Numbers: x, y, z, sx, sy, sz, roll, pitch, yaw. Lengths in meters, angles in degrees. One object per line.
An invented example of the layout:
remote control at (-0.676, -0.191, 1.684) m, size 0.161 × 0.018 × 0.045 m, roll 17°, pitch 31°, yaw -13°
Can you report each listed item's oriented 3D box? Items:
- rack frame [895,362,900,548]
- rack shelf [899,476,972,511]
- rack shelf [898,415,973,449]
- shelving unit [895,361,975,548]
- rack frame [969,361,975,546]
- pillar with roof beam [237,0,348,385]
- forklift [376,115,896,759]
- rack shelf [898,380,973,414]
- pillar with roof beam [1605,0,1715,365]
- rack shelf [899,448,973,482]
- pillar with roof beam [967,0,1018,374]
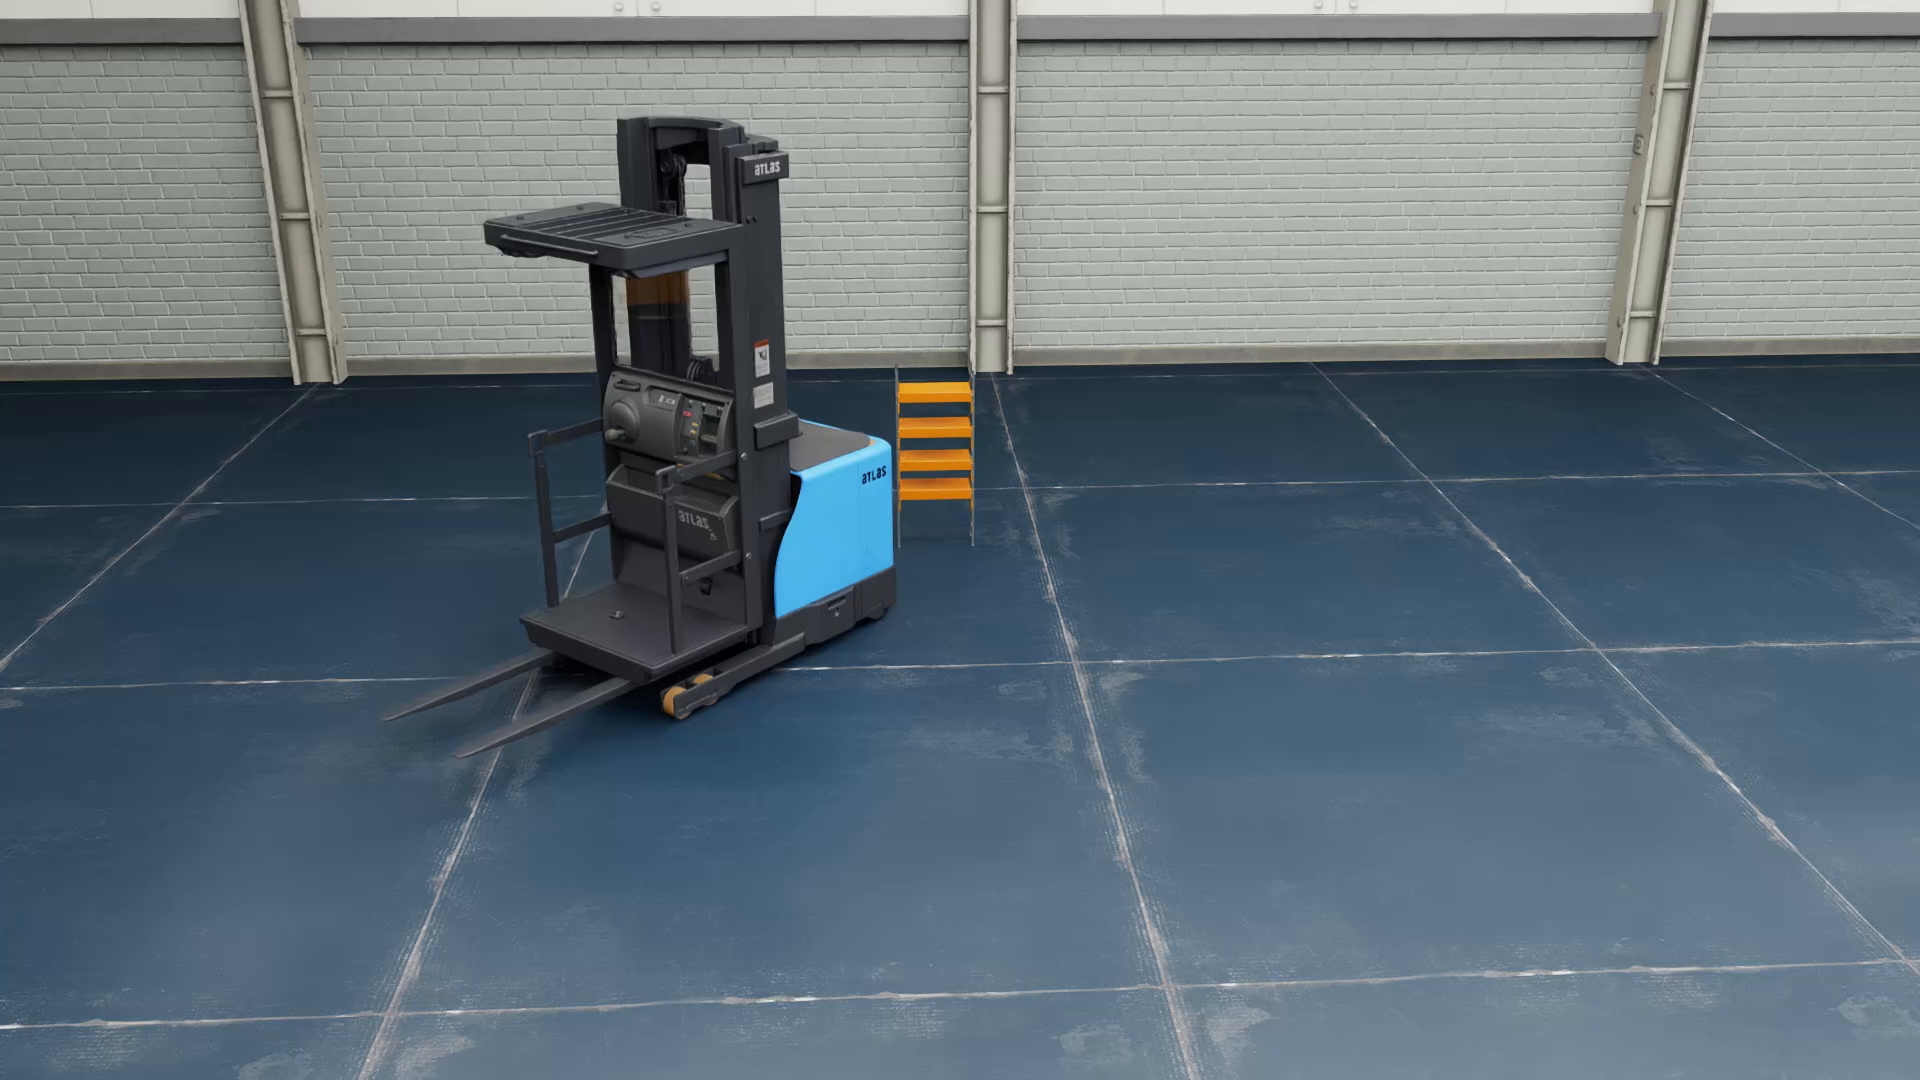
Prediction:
rack frame at (-0.409, -0.552, 10.886) m, size 0.015 × 1.200 × 0.240 m, roll -1°, pitch 21°, yaw -3°
rack shelf at (-0.165, -0.309, 10.993) m, size 0.480 × 0.148 × 0.258 m, roll -1°, pitch 21°, yaw -3°
rack shelf at (-0.165, -0.704, 10.843) m, size 0.480 × 0.148 × 0.258 m, roll -1°, pitch 21°, yaw -3°
shelving unit at (-0.165, -0.557, 10.899) m, size 0.503 × 1.200 × 0.258 m, roll -1°, pitch 21°, yaw -3°
rack frame at (0.078, -0.562, 10.912) m, size 0.015 × 1.200 × 0.240 m, roll -1°, pitch 21°, yaw -3°
pillar with roof beam at (-5.470, -4.111, 9.272) m, size 0.400 × 9.000 × 9.100 m, roll -1°, pitch 21°, yaw -3°
forklift at (-1.685, -0.636, 8.671) m, size 1.130 × 2.935 × 3.031 m, roll 16°, pitch 26°, yaw 35°
rack shelf at (-0.165, -0.925, 10.759) m, size 0.480 × 0.148 × 0.258 m, roll -1°, pitch 21°, yaw -3°
pillar with roof beam at (6.511, -4.355, 9.912) m, size 0.400 × 9.000 × 9.100 m, roll -1°, pitch 21°, yaw -3°
rack shelf at (-0.165, -0.494, 10.923) m, size 0.480 × 0.148 × 0.258 m, roll -1°, pitch 21°, yaw -3°
pillar with roof beam at (0.520, -4.233, 9.592) m, size 0.400 × 9.000 × 9.100 m, roll -1°, pitch 21°, yaw -3°
